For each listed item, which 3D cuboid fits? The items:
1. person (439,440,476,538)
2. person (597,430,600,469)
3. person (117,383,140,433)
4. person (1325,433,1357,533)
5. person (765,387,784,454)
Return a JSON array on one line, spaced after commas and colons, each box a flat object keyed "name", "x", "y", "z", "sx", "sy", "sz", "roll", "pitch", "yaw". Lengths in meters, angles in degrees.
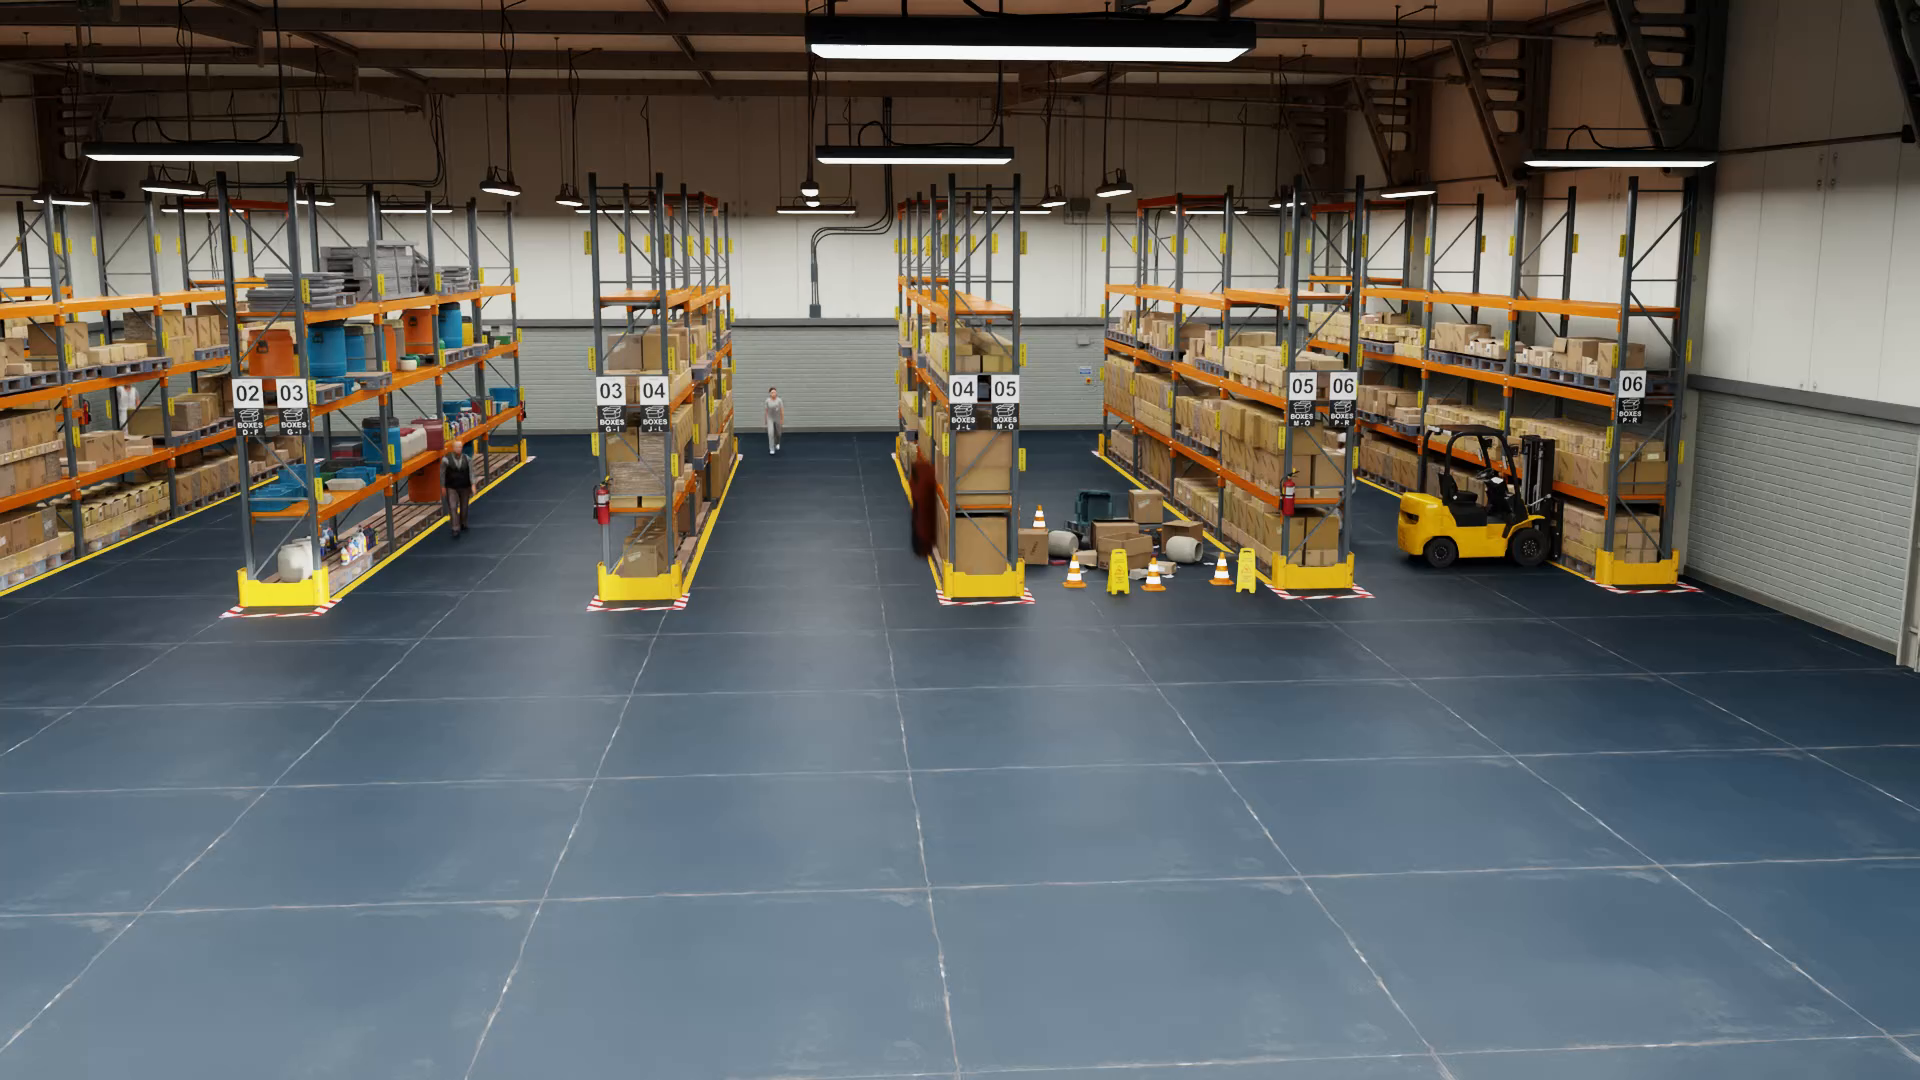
[{"name": "person", "x": -8.744, "y": -0.913, "z": 28.952, "sx": 0.591, "sy": 1.653, "sz": 1.103, "roll": -4, "pitch": 11, "yaw": -20}, {"name": "person", "x": -7.227, "y": -1.750, "z": 34.030, "sx": 0.443, "sy": 1.540, "sz": 0.972, "roll": -1, "pitch": 10, "yaw": -6}, {"name": "person", "x": -20.996, "y": -3.223, "z": 41.957, "sx": 0.593, "sy": 1.835, "sz": 0.704, "roll": -8, "pitch": 13, "yaw": -38}, {"name": "person", "x": 6.702, "y": -0.981, "z": 29.169, "sx": 0.600, "sy": 1.803, "sz": 0.401, "roll": -5, "pitch": 11, "yaw": -28}, {"name": "person", "x": -4.530, "y": -2.935, "z": 40.590, "sx": 0.450, "sy": 1.626, "sz": 0.948, "roll": -1, "pitch": 10, "yaw": -8}]
